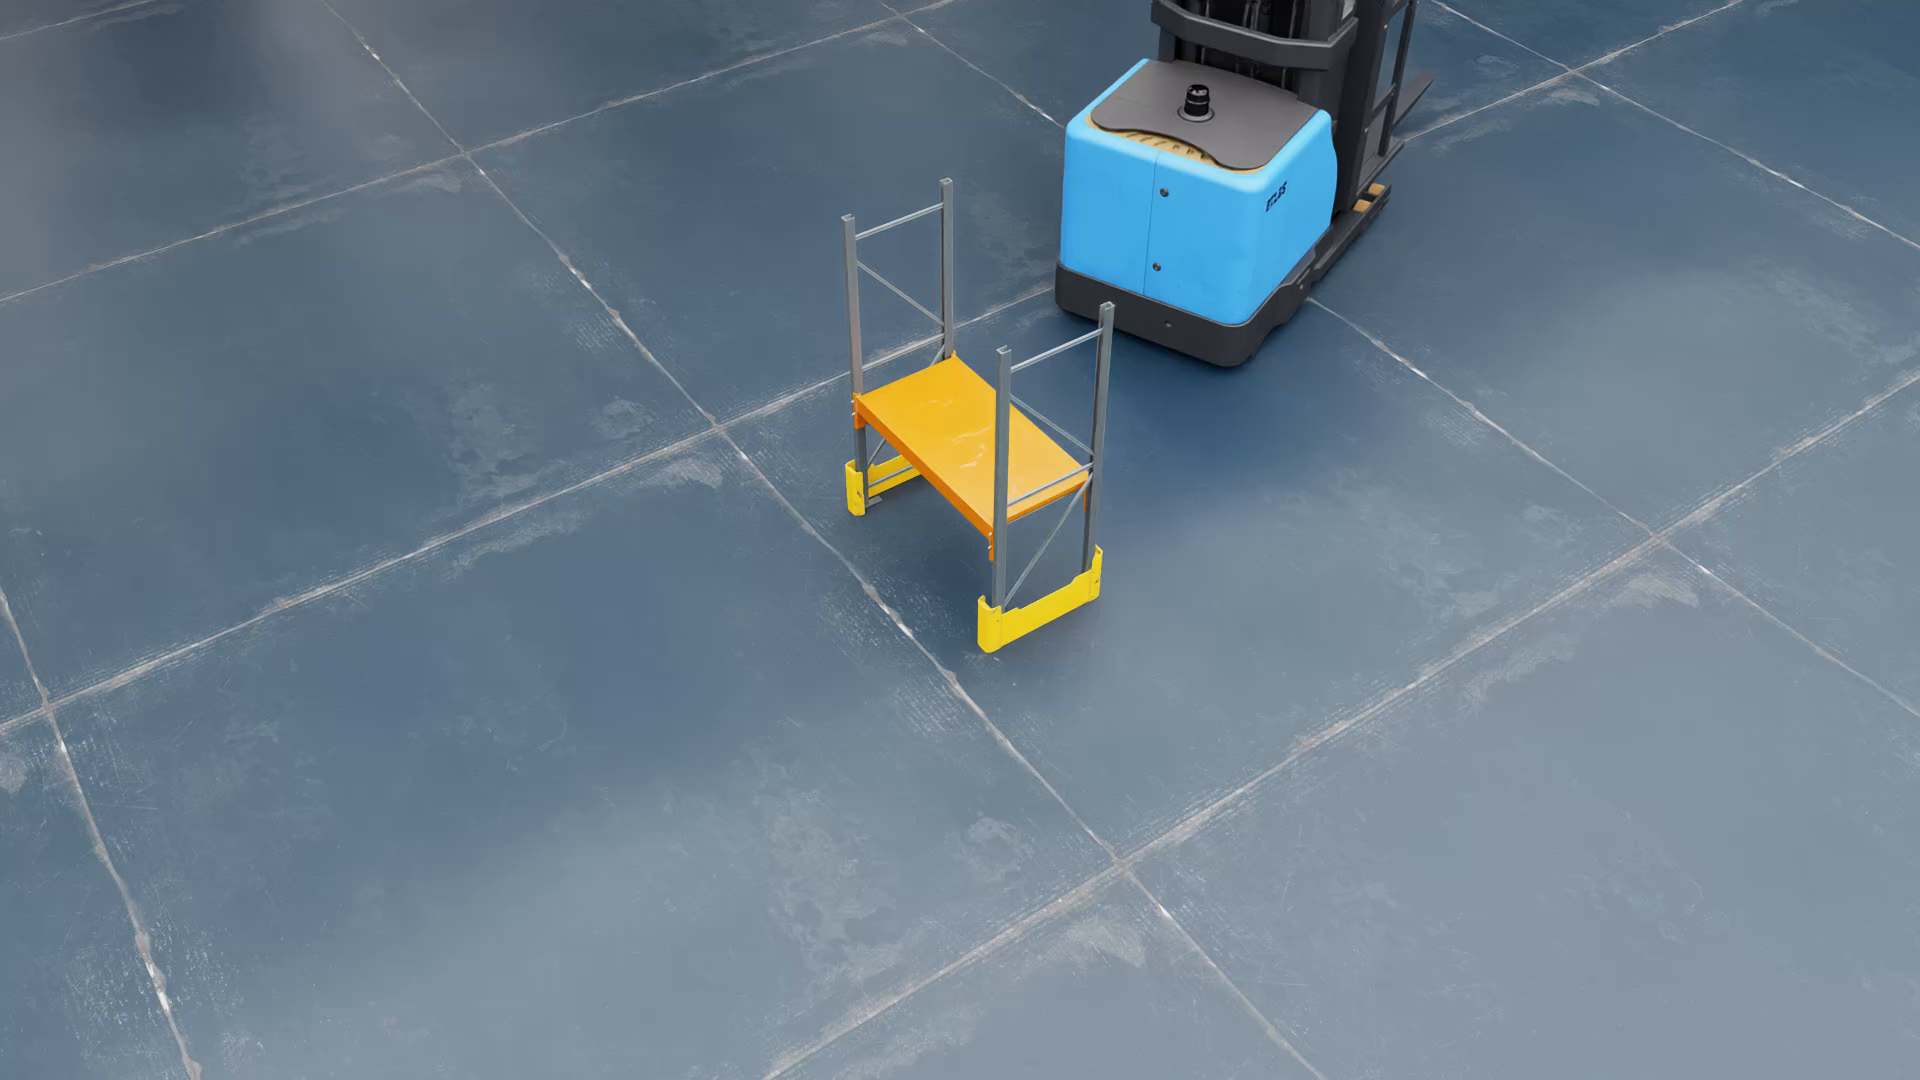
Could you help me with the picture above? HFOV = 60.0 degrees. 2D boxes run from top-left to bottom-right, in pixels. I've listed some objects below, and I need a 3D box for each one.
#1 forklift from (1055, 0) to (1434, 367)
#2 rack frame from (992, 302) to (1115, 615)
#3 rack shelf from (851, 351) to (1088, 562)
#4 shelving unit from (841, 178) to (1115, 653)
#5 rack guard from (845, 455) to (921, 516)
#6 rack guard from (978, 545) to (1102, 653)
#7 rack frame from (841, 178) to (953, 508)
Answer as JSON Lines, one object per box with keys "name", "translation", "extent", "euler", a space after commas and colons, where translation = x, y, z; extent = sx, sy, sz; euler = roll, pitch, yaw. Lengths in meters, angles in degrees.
{"name": "forklift", "translation": [1.697, -2.891, 8.146], "extent": [1.130, 2.935, 3.031], "euler": [24, 49, 23]}
{"name": "rack frame", "translation": [0.340, -0.206, 6.371], "extent": [0.500, 1.500, 0.032], "euler": [-26, 49, -24]}
{"name": "rack shelf", "translation": [0.049, -0.364, 6.797], "extent": [0.538, 0.185, 1.000], "euler": [-26, 49, -24]}
{"name": "shelving unit", "translation": [0.044, -0.499, 6.678], "extent": [0.587, 1.500, 1.083], "euler": [-26, 49, -24]}
{"name": "rack guard", "translation": [-0.241, -0.329, 7.405], "extent": [0.587, 0.250, 0.087], "euler": [-26, 49, -24]}
{"name": "rack guard", "translation": [0.328, 0.235, 6.814], "extent": [0.587, 0.250, 0.087], "euler": [-26, 49, -24]}
{"name": "rack frame", "translation": [-0.242, -0.782, 6.974], "extent": [0.500, 1.500, 0.032], "euler": [-26, 49, -24]}
